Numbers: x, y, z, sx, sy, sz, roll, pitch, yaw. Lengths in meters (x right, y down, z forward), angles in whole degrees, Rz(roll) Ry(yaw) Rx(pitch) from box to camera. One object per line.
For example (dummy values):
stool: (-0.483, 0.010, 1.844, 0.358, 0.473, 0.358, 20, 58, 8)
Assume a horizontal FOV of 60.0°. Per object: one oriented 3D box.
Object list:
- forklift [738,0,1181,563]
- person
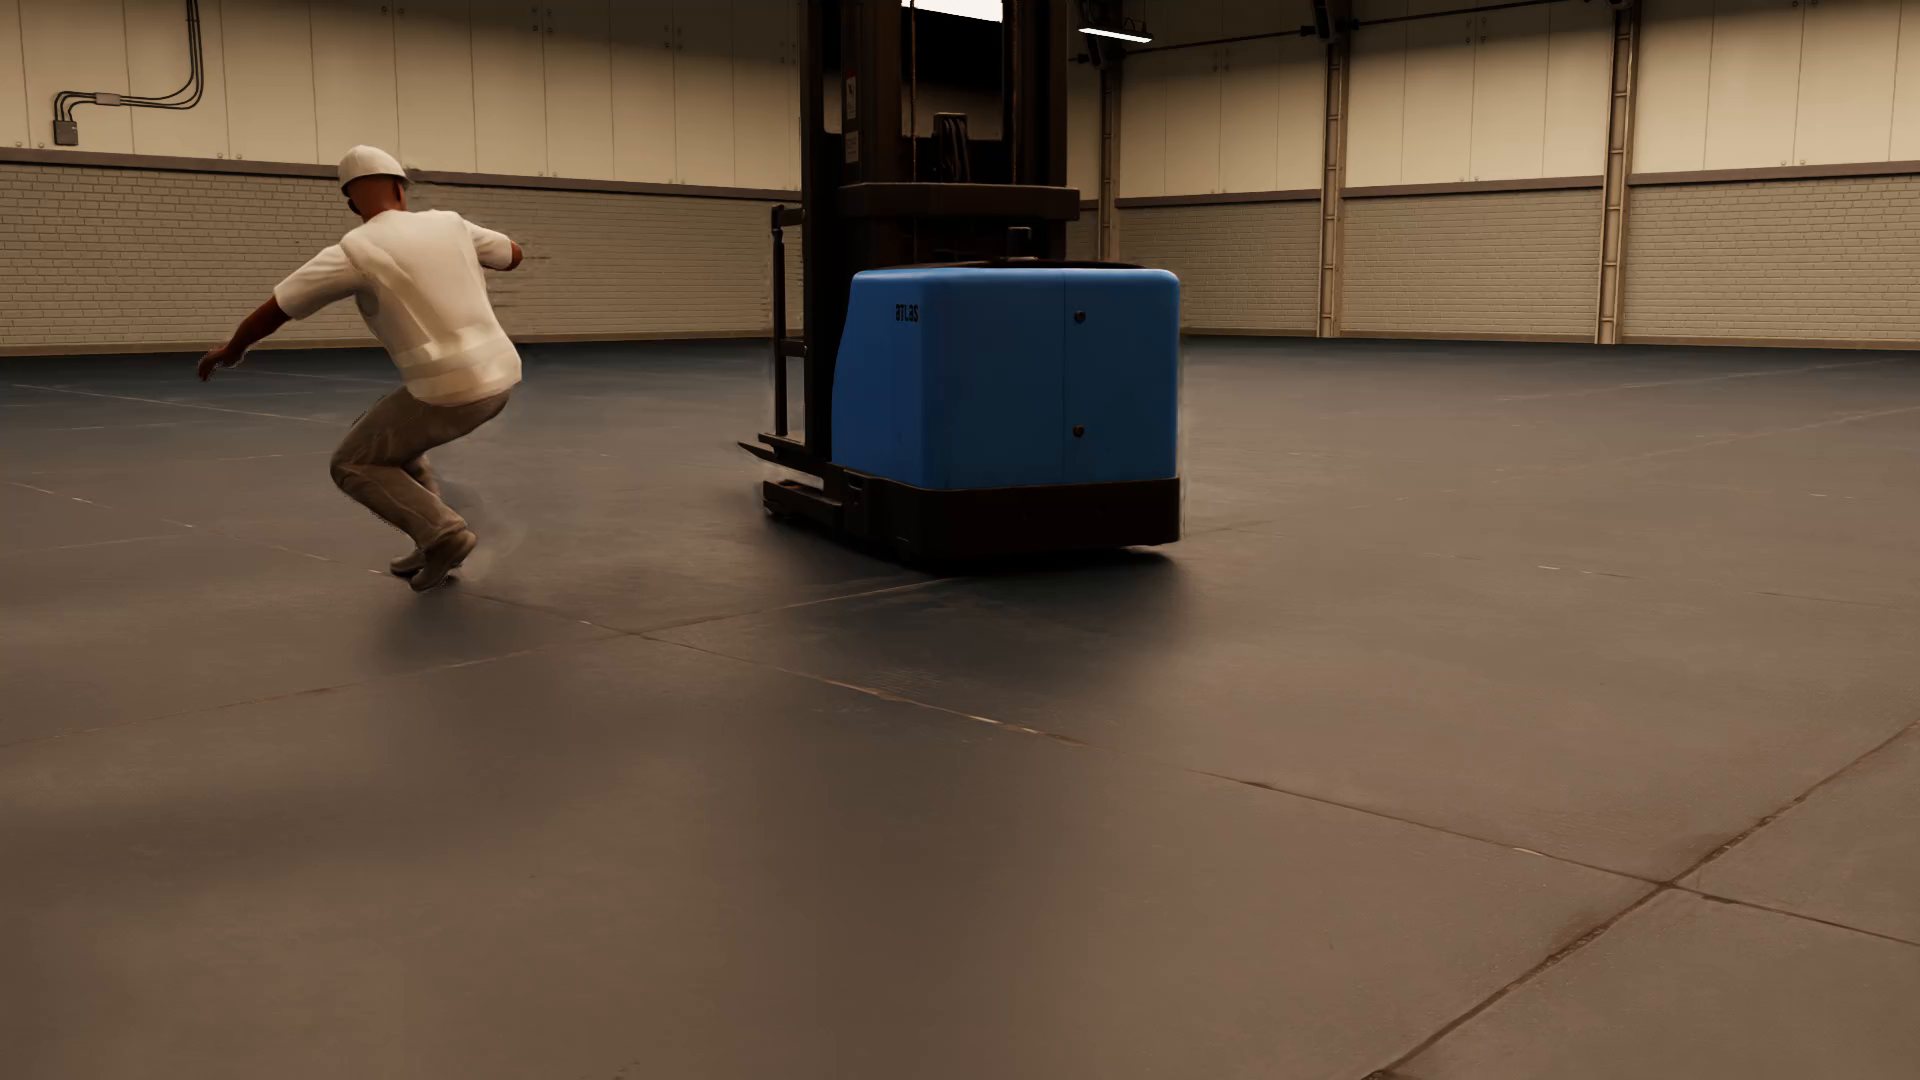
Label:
forklift: (-0.229, -1.547, 7.147, 1.130, 2.935, 3.031, -4, 9, -23)
person: (-1.969, -0.585, 5.671, 0.991, 1.477, 0.837, 3, 9, 19)
